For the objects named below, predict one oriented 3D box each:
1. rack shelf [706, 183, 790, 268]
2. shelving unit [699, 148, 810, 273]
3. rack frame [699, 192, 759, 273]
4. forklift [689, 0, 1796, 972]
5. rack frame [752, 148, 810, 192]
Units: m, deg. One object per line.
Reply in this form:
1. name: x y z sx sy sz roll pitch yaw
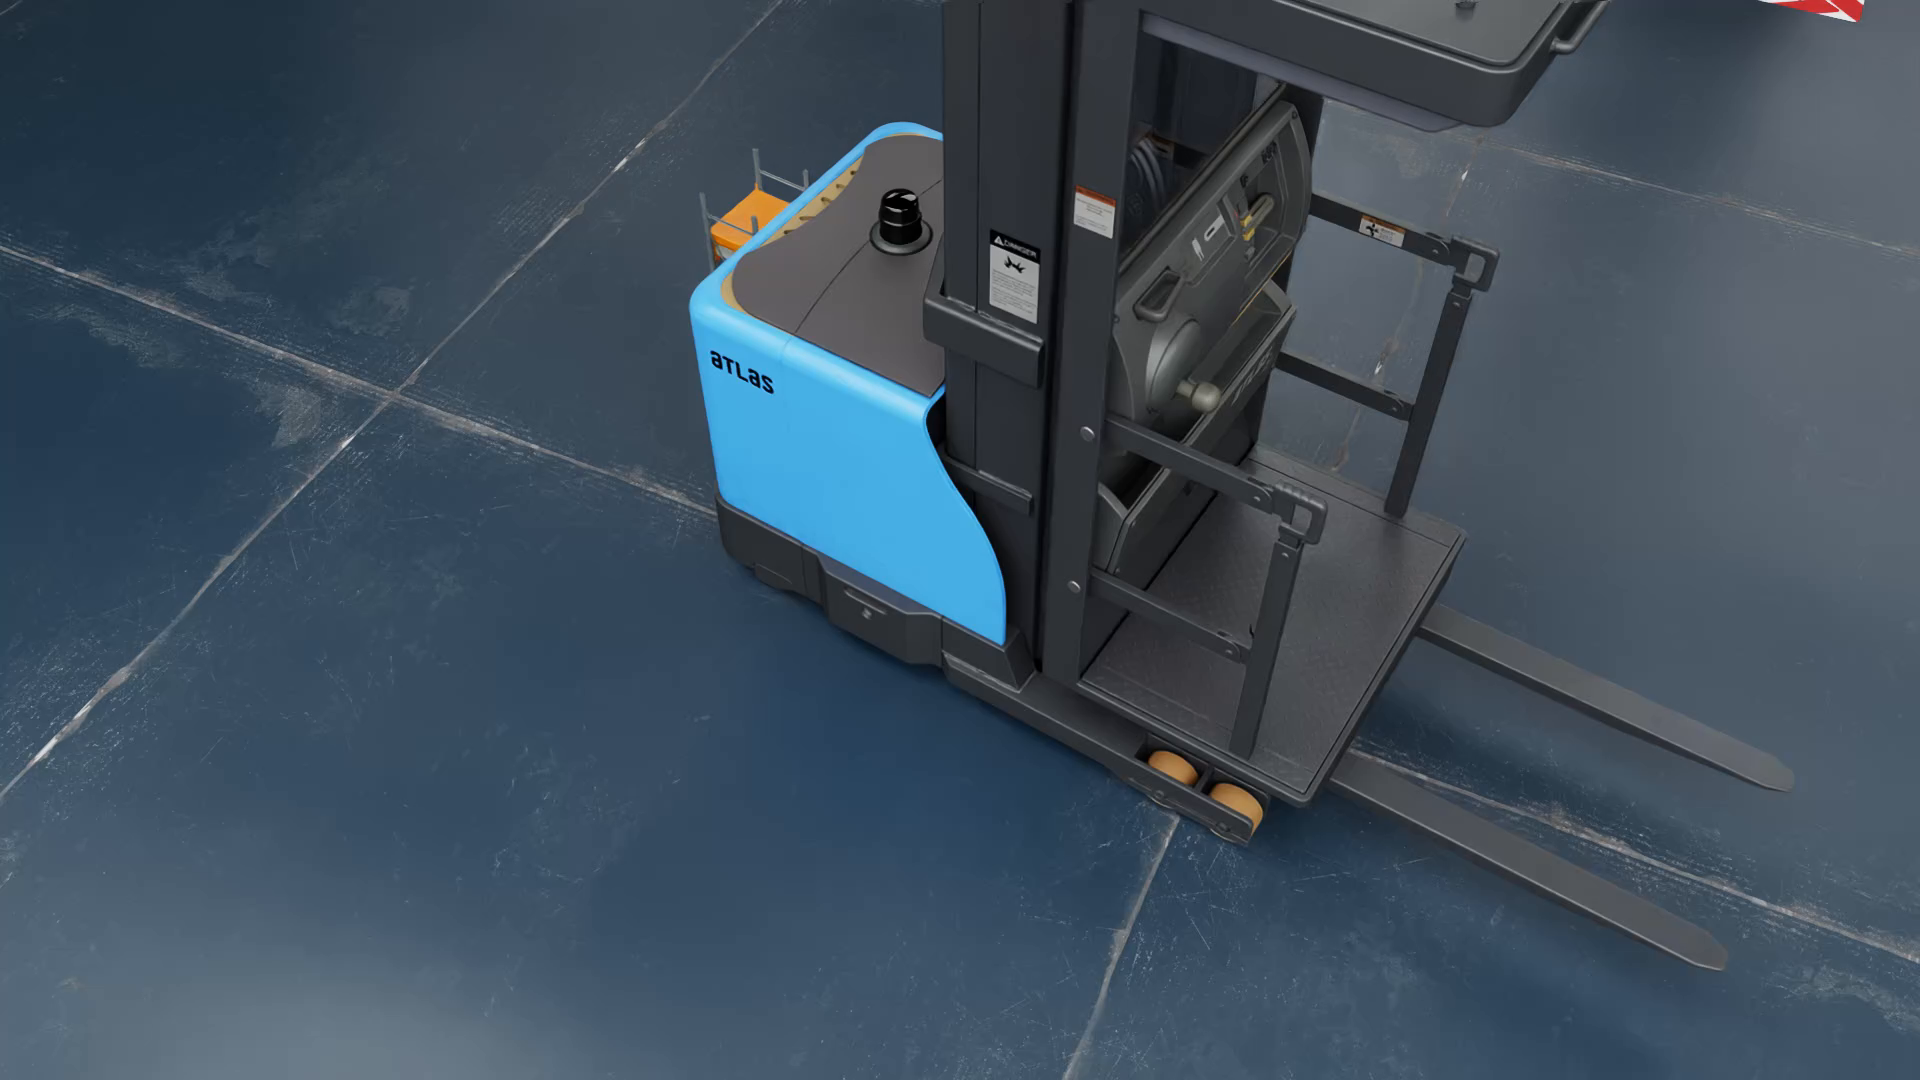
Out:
1. rack shelf: -0.585 -0.857 4.931 0.215 0.259 0.240 26 54 21
2. shelving unit: -0.585 -0.679 5.139 0.215 1.050 0.252 26 54 21
3. rack frame: -0.652 -0.602 5.072 0.200 1.050 0.008 26 54 21
4. forklift: 0.776 -0.593 3.830 3.031 2.935 1.130 26 55 21
5. rack frame: -0.518 -0.757 5.205 0.200 1.050 0.008 26 54 21
